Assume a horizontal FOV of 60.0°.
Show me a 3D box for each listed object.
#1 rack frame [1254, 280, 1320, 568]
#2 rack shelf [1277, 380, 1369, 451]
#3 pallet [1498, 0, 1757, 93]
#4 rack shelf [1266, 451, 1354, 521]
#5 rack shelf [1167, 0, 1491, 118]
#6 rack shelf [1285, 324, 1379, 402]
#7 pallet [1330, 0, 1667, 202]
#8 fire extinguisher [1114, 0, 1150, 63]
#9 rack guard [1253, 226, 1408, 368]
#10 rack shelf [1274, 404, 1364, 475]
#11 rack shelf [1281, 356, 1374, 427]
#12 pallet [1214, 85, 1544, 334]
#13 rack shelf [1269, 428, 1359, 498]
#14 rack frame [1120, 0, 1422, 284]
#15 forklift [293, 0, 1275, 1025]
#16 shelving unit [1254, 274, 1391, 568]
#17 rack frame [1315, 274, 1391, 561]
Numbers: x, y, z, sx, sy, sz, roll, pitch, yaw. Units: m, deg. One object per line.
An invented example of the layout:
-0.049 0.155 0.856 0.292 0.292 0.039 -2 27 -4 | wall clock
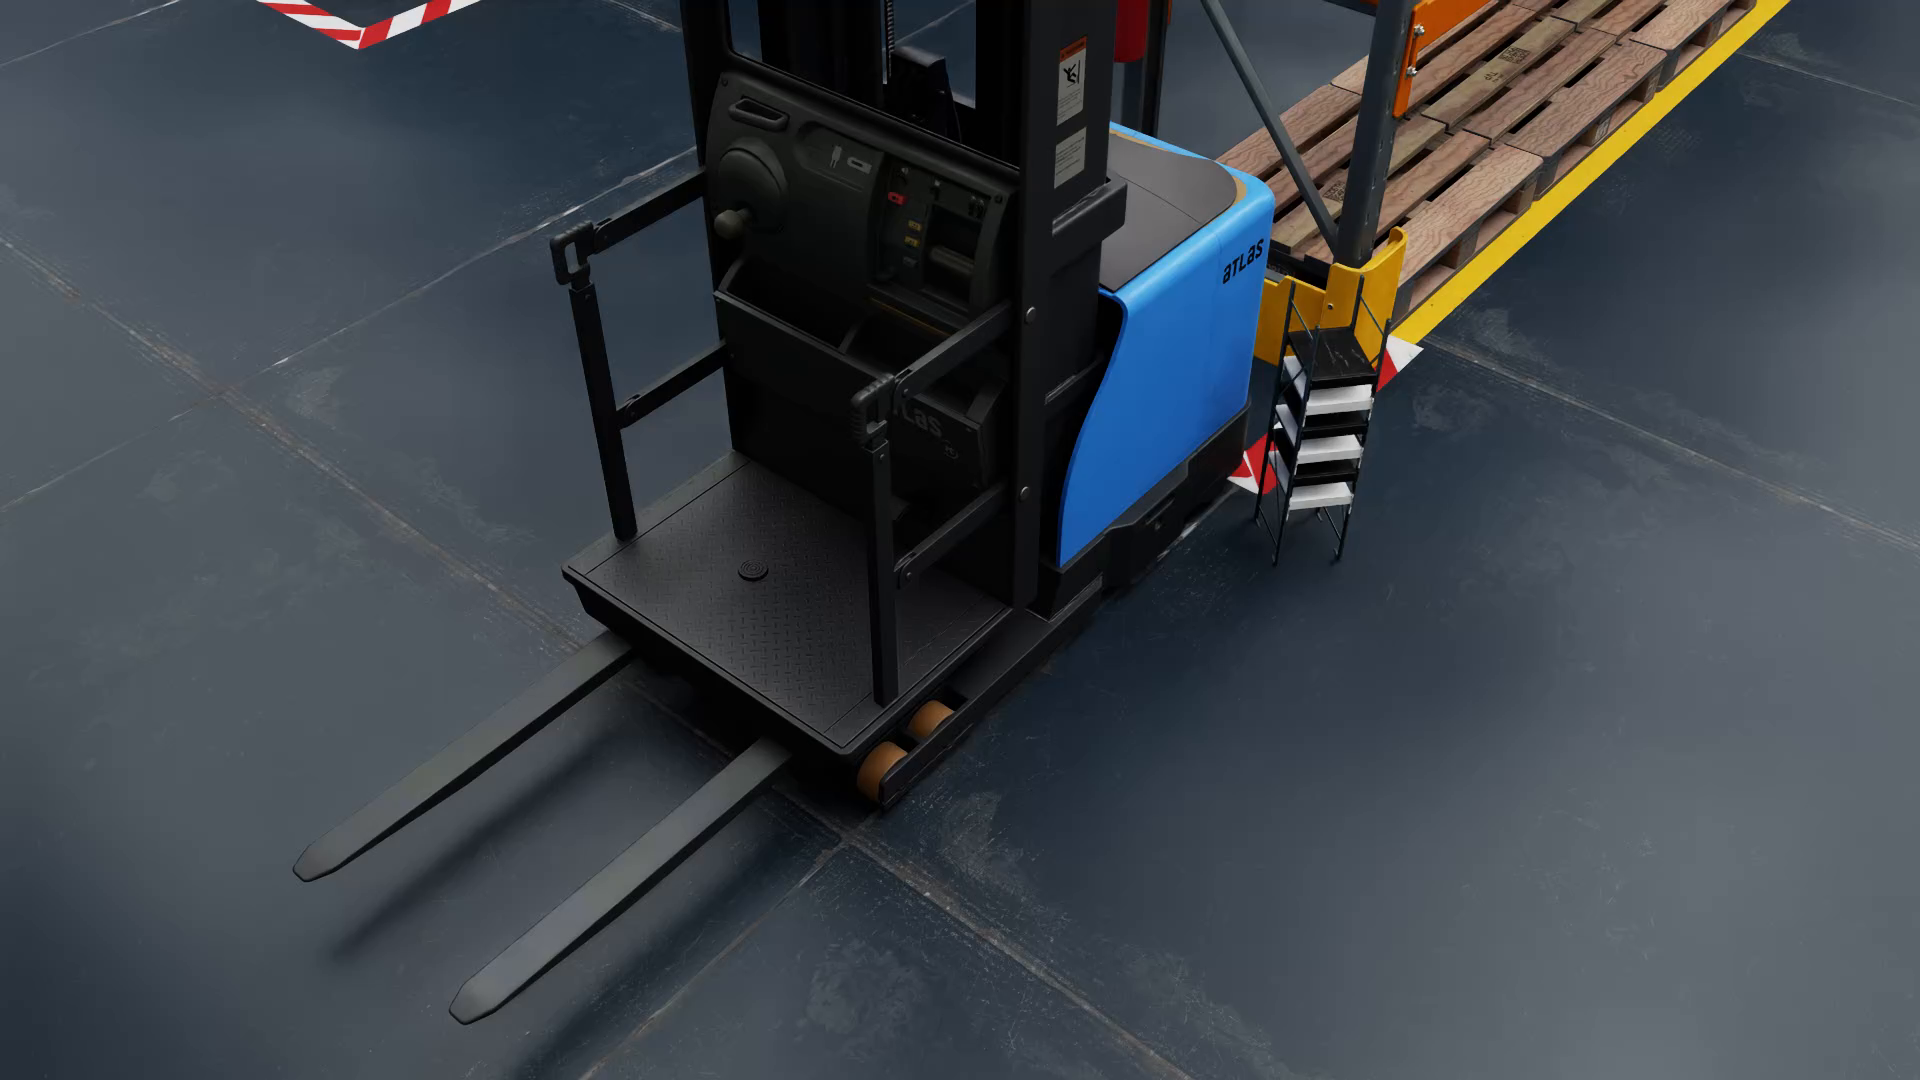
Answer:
0.964 -0.326 4.940 0.006 0.900 0.240 -6 43 -7 | rack frame
1.065 -0.379 4.914 0.200 0.077 0.258 -6 43 -7 | rack shelf
3.126 -2.598 7.951 1.003 0.211 1.213 29 50 28 | pallet
1.065 -0.179 5.095 0.200 0.077 0.258 -6 43 -7 | rack shelf
2.282 -2.730 6.557 1.077 0.370 4.000 29 50 28 | rack shelf
1.065 -0.512 4.793 0.200 0.077 0.258 -6 43 -7 | rack shelf
2.341 -1.967 7.257 1.003 0.211 1.213 29 50 28 | pallet
0.550 -1.918 5.465 0.296 0.674 0.183 29 50 28 | fire extinguisher
0.990 -1.023 6.004 1.175 0.500 0.348 29 50 28 | rack guard
1.065 -0.312 4.974 0.200 0.077 0.258 -6 43 -7 | rack shelf
1.065 -0.446 4.853 0.200 0.077 0.258 -6 43 -7 | rack shelf
1.555 -1.342 6.569 1.003 0.211 1.213 29 50 28 | pallet
1.065 -0.246 5.035 0.200 0.077 0.258 -6 43 -7 | rack shelf
0.995 -1.966 5.182 1.000 3.000 0.127 29 50 28 | rack frame
-0.401 -0.760 3.907 1.130 2.935 3.031 29 50 28 | forklift
1.065 -0.337 4.952 0.210 0.900 0.258 -6 43 -7 | shelving unit
1.165 -0.348 4.963 0.006 0.900 0.240 -6 43 -7 | rack frame
